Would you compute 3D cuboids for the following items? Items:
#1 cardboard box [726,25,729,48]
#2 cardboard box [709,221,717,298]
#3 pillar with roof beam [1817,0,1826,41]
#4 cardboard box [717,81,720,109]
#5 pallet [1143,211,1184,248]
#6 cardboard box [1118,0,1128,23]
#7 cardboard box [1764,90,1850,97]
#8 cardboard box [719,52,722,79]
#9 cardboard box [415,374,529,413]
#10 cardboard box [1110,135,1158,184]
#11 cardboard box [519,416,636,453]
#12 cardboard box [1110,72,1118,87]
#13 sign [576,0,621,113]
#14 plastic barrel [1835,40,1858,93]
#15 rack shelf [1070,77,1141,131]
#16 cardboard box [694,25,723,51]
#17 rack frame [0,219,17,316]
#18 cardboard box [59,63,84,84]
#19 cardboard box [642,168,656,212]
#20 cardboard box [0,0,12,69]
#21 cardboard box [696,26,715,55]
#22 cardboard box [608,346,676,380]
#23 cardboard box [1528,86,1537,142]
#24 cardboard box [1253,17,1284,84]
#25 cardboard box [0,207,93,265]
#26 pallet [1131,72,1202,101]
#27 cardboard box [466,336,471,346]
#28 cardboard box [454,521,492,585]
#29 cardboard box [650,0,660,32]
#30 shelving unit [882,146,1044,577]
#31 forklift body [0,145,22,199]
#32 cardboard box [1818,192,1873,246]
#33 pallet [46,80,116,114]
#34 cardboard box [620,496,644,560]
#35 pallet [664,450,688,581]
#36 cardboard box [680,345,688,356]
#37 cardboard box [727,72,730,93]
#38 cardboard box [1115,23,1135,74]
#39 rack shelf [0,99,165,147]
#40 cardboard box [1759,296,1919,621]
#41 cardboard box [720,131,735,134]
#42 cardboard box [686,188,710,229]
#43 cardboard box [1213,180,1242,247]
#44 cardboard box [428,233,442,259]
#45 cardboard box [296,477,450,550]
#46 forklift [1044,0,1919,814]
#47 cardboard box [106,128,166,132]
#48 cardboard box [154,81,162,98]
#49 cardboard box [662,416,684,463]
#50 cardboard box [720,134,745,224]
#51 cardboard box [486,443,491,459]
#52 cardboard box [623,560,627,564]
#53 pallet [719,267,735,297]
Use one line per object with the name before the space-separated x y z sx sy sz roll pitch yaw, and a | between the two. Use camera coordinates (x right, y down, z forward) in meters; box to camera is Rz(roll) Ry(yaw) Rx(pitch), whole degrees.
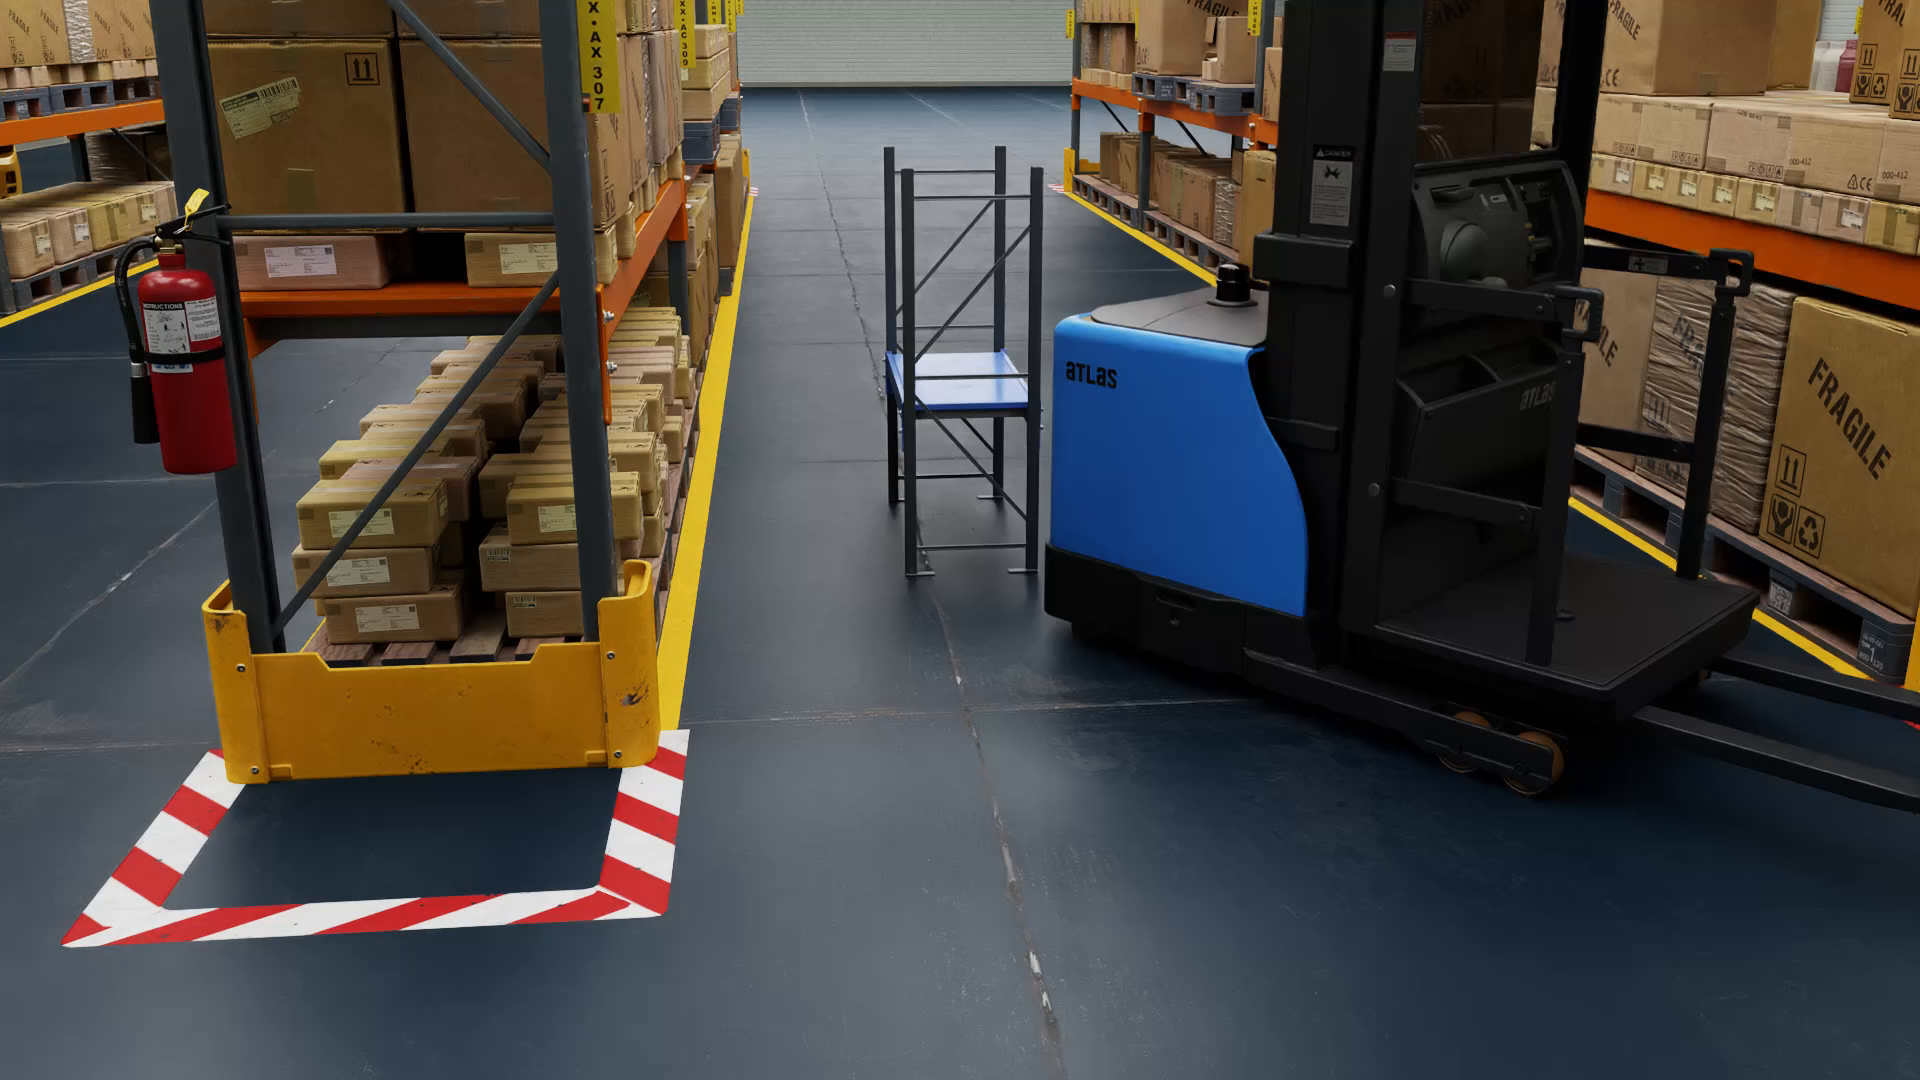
cardboard box | -1.768 -3.423 11.299 0.380 0.149 0.250 -2 18 -8
cardboard box | -1.897 -1.856 11.053 0.500 0.500 0.500 -1 17 -3
pillar with roof beam | 12.038 -12.279 30.766 9.100 9.000 0.400 -2 18 -6
cardboard box | -1.553 -2.519 9.411 0.380 0.149 0.250 -3 18 -8
pallet | 2.339 -2.944 15.701 1.003 0.211 1.213 -2 18 -6
cardboard box | 1.884 -5.447 16.687 0.500 0.500 0.500 -2 18 -6
cardboard box | 3.497 -1.763 7.039 0.500 0.250 0.500 -1 17 -5
cardboard box | -1.608 -2.819 9.871 0.380 0.149 0.250 -2 18 -7
cardboard box | -1.897 -0.548 6.480 0.380 0.149 0.250 -2 18 -5
cardboard box | 1.988 -4.342 18.971 0.500 0.500 0.500 3 18 9
cardboard box | -1.320 -0.327 5.776 0.380 0.149 0.250 -3 18 -8
cardboard box | 1.802 -4.888 17.659 0.380 0.149 0.250 -2 18 -6
sign | -0.910 -1.237 4.165 0.100 0.325 0.005 -2 18 -6
plastic barrel | 7.247 -3.661 13.103 0.600 0.536 0.708 -2 18 -6
rack shelf | 2.051 -4.759 18.027 1.077 0.370 4.000 -2 18 -6
cardboard box | -1.637 -3.038 10.072 0.380 0.149 0.250 -1 17 -3
rack frame | -7.188 -3.008 11.250 1.000 3.000 0.127 -2 18 -6
cardboard box | -7.155 -3.674 13.090 0.380 0.149 0.250 -1 17 -4
cardboard box | -1.367 -1.338 6.350 0.380 0.149 0.250 -1 17 -5
cardboard box | -7.004 -3.539 11.578 0.500 0.500 0.500 -2 18 -7
cardboard box | -1.504 -2.655 8.850 0.380 0.149 0.250 -2 18 -5
cardboard box | -1.399 -0.719 7.024 0.380 0.149 0.250 -3 18 -8
cardboard box | 2.870 -2.045 7.936 0.500 0.250 0.500 -2 18 -7
cardboard box | 2.574 -3.722 12.656 0.500 0.500 0.500 -4 18 -12
cardboard box | -7.320 -2.343 12.818 0.950 0.372 0.625 -2 18 -7
pallet | 2.191 -4.182 15.311 1.003 0.211 1.213 -2 18 -6
cardboard box | -2.063 -0.930 7.698 0.380 0.149 0.250 -1 17 -3
cardboard box | -1.780 0.047 5.578 0.380 0.149 0.250 -2 18 -6
cardboard box | -1.447 -2.227 6.431 0.500 0.500 0.500 -1 17 -4
shelving unit | -0.009 -0.741 6.533 0.538 1.500 1.048 -2 18 -6
forklift body | -10.939 -4.323 16.858 2.313 2.155 1.214 -2 18 -6
cardboard box | 3.077 -1.059 5.463 0.380 0.149 0.250 -2 18 -6
pallet | -7.433 -3.505 13.154 1.003 0.211 1.213 -2 18 -6
cardboard box | -1.220 -0.037 5.349 0.380 0.149 0.250 -2 18 -6
pallet | -1.628 -0.106 6.661 1.003 0.211 1.213 -2 18 -6
cardboard box | -1.473 -0.817 7.834 0.380 0.149 0.250 -3 18 -8
cardboard box | -1.743 -3.065 11.149 0.380 0.149 0.250 -2 18 -6
cardboard box | 2.104 -5.127 17.338 0.875 0.500 0.500 -2 18 -6
rack shelf | -7.394 -3.261 13.256 1.077 0.370 4.000 -2 18 -6
cardboard box | 3.349 -0.305 5.488 0.875 0.875 0.875 -2 18 -6
cardboard box | -2.682 -3.759 16.489 0.875 0.875 0.875 -2 17 -5
cardboard box | -1.843 -2.059 10.447 0.500 0.250 0.500 -1 17 -4
cardboard box | 2.511 -2.695 13.693 0.700 0.500 0.500 -3 18 -10
cardboard box | -1.793 -0.926 5.037 0.380 0.149 0.250 -2 18 -6
cardboard box | -1.756 -0.081 4.994 0.380 0.149 0.250 -2 17 -5
forklift | 1.692 -0.886 4.607 3.031 2.935 1.130 16 24 42
cardboard box | -7.982 -3.765 16.301 0.500 0.500 0.500 -1 17 -5
cardboard box | -7.314 -4.184 15.415 0.380 0.149 0.250 -2 18 -6
cardboard box | -1.376 -0.425 7.081 0.380 0.149 0.250 -2 18 -6
cardboard box | -2.533 -3.328 15.323 1.050 0.750 0.750 -2 18 -6
cardboard box | -1.909 -0.247 6.017 0.380 0.149 0.250 -2 17 -5
cardboard box | -1.326 0.037 5.610 0.380 0.149 0.250 -2 17 -5
pallet | -2.281 -2.098 13.007 1.003 0.211 1.213 -2 18 -6
